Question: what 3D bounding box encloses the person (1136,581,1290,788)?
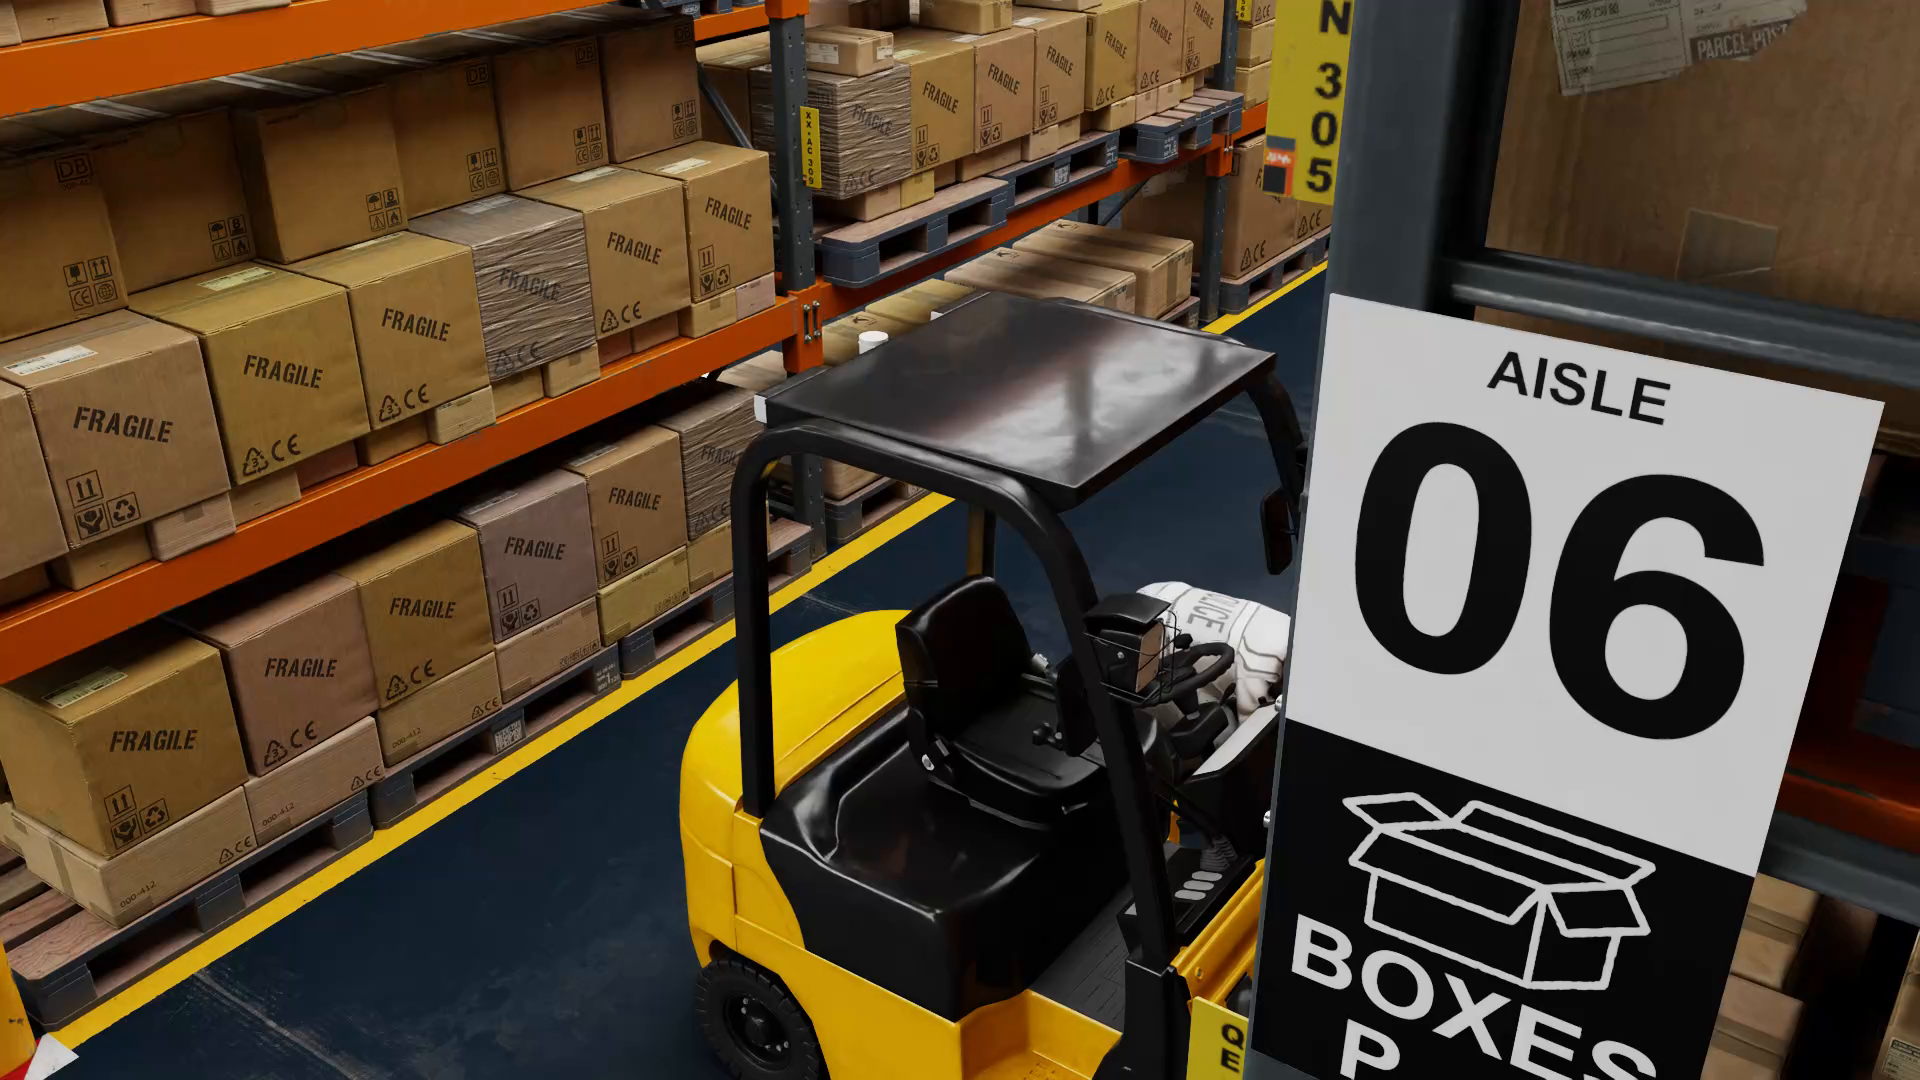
[{"bbox_3d":[0.963,0.577,6.017,0.896,0.759,0.508,17,31,29],"label":"person"}]
